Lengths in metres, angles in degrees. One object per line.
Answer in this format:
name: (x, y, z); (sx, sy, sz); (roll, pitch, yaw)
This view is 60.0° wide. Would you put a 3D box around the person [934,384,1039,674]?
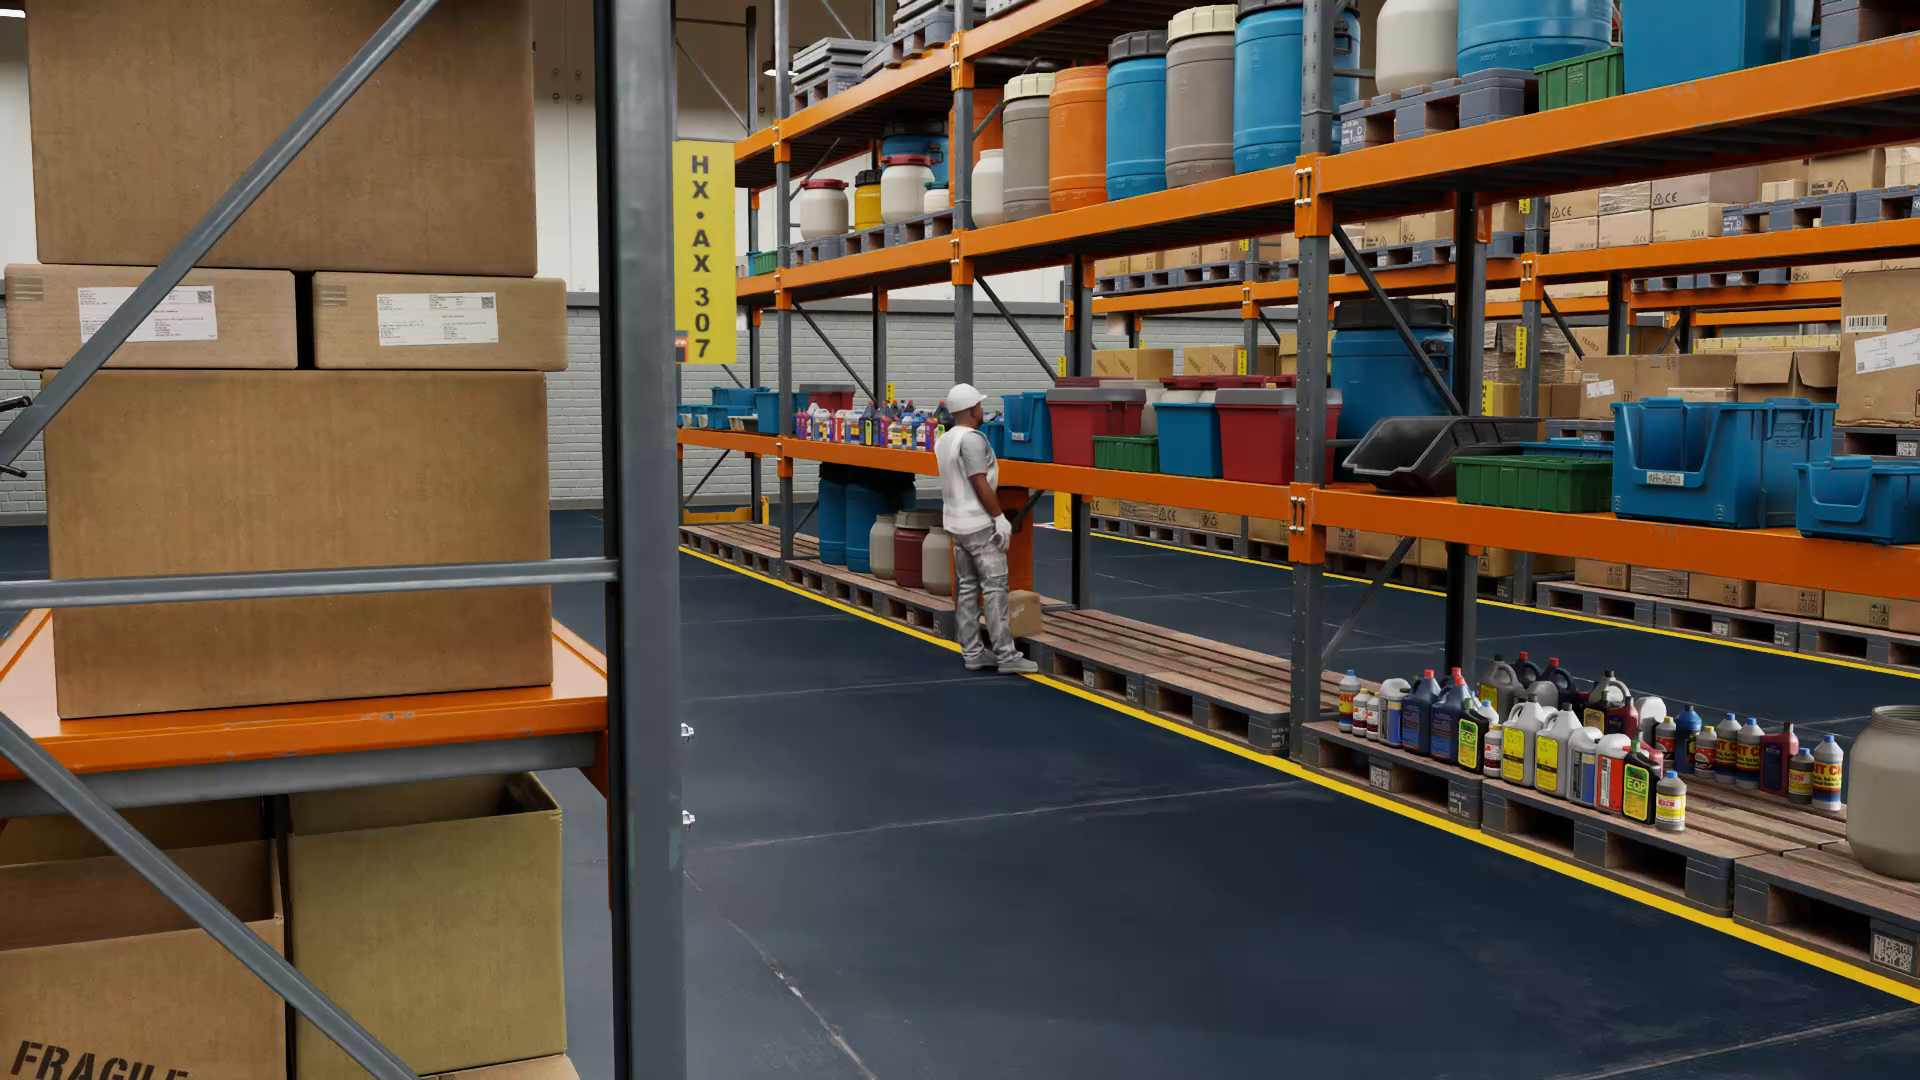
person: (0.164, -0.082, 10.382); (0.577, 1.783, 0.642); (-2, 6, -24)
